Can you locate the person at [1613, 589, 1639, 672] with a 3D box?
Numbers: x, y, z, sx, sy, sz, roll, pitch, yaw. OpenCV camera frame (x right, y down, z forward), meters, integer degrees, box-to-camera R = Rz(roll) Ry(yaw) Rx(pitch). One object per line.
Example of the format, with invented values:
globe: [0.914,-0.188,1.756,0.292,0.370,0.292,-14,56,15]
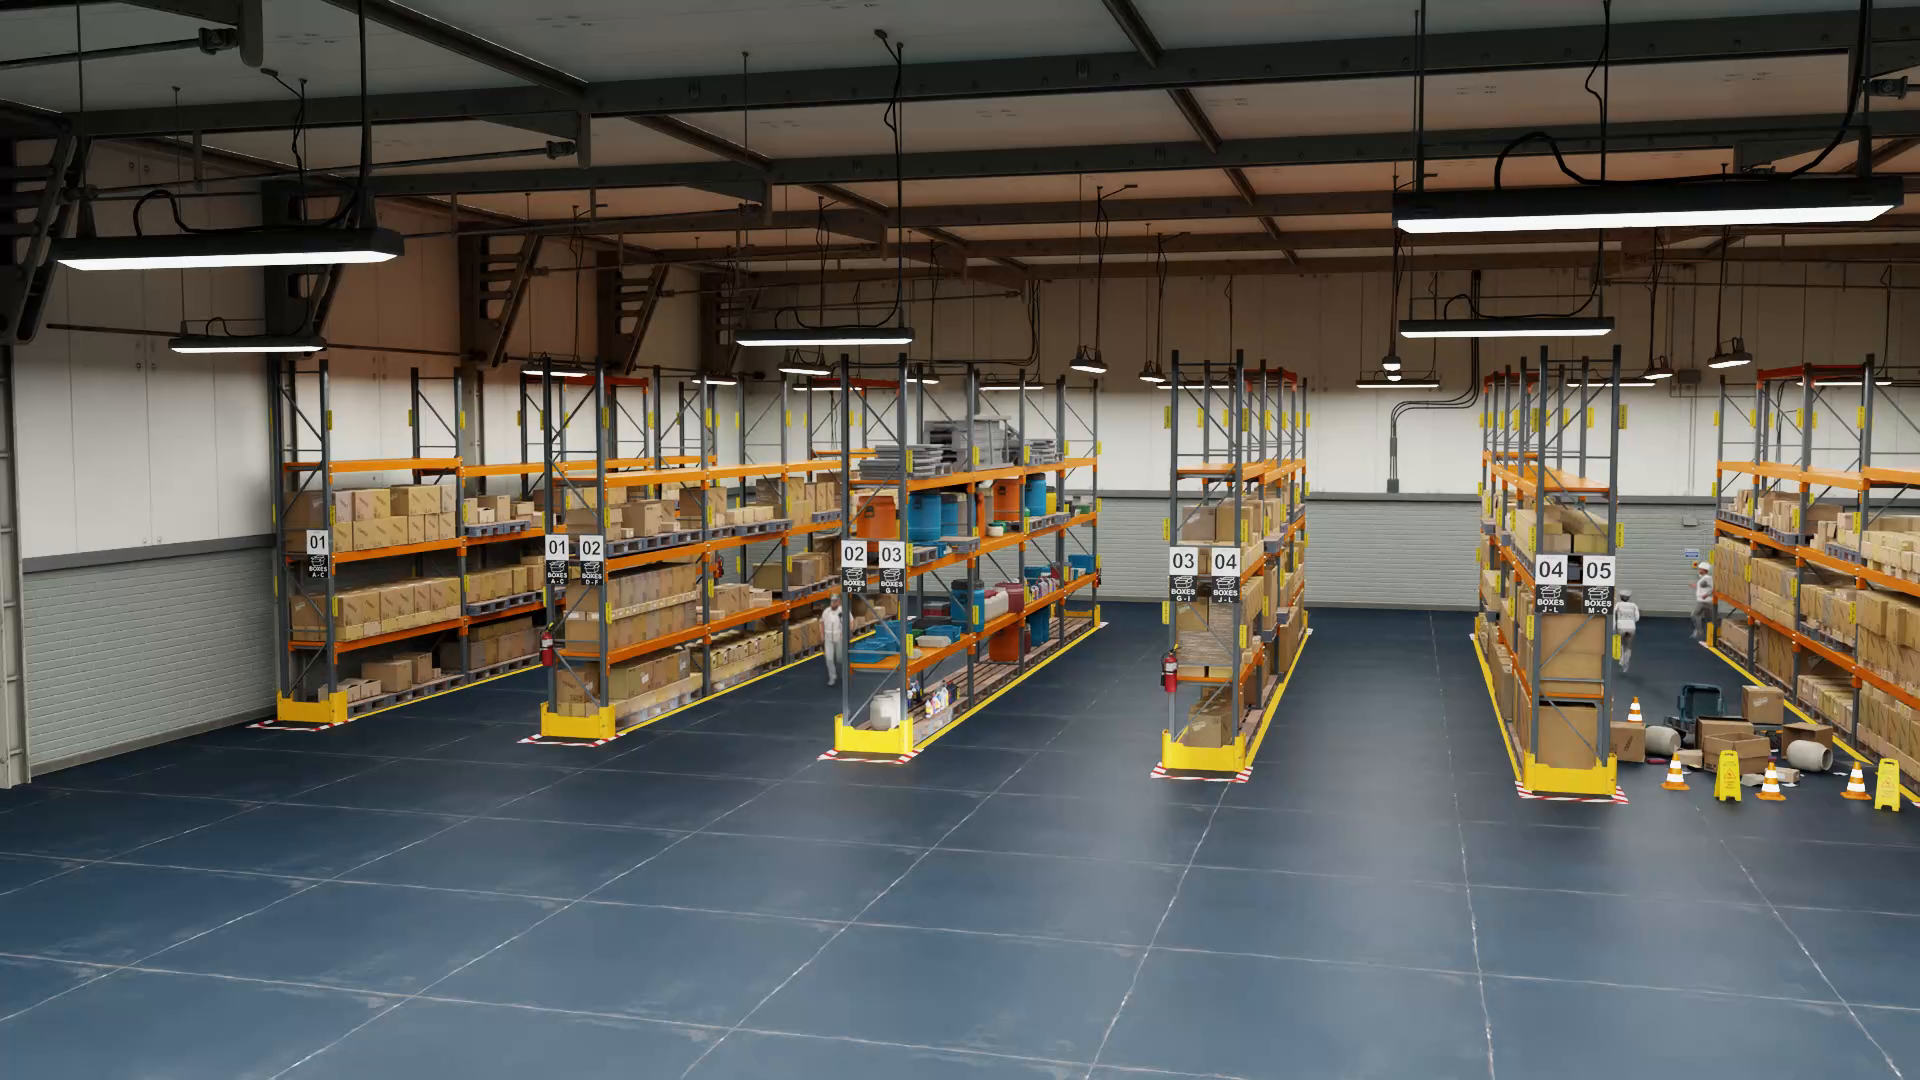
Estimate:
person: [13.207,1.801,33.107,0.602,1.619,0.730,1,4,14]

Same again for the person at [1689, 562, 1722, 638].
person: [17.087,1.401,38.105,0.730,1.796,0.676,3,5,35]

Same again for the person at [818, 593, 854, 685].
person: [-2.351,1.857,31.545,0.705,1.732,0.708,1,4,10]
